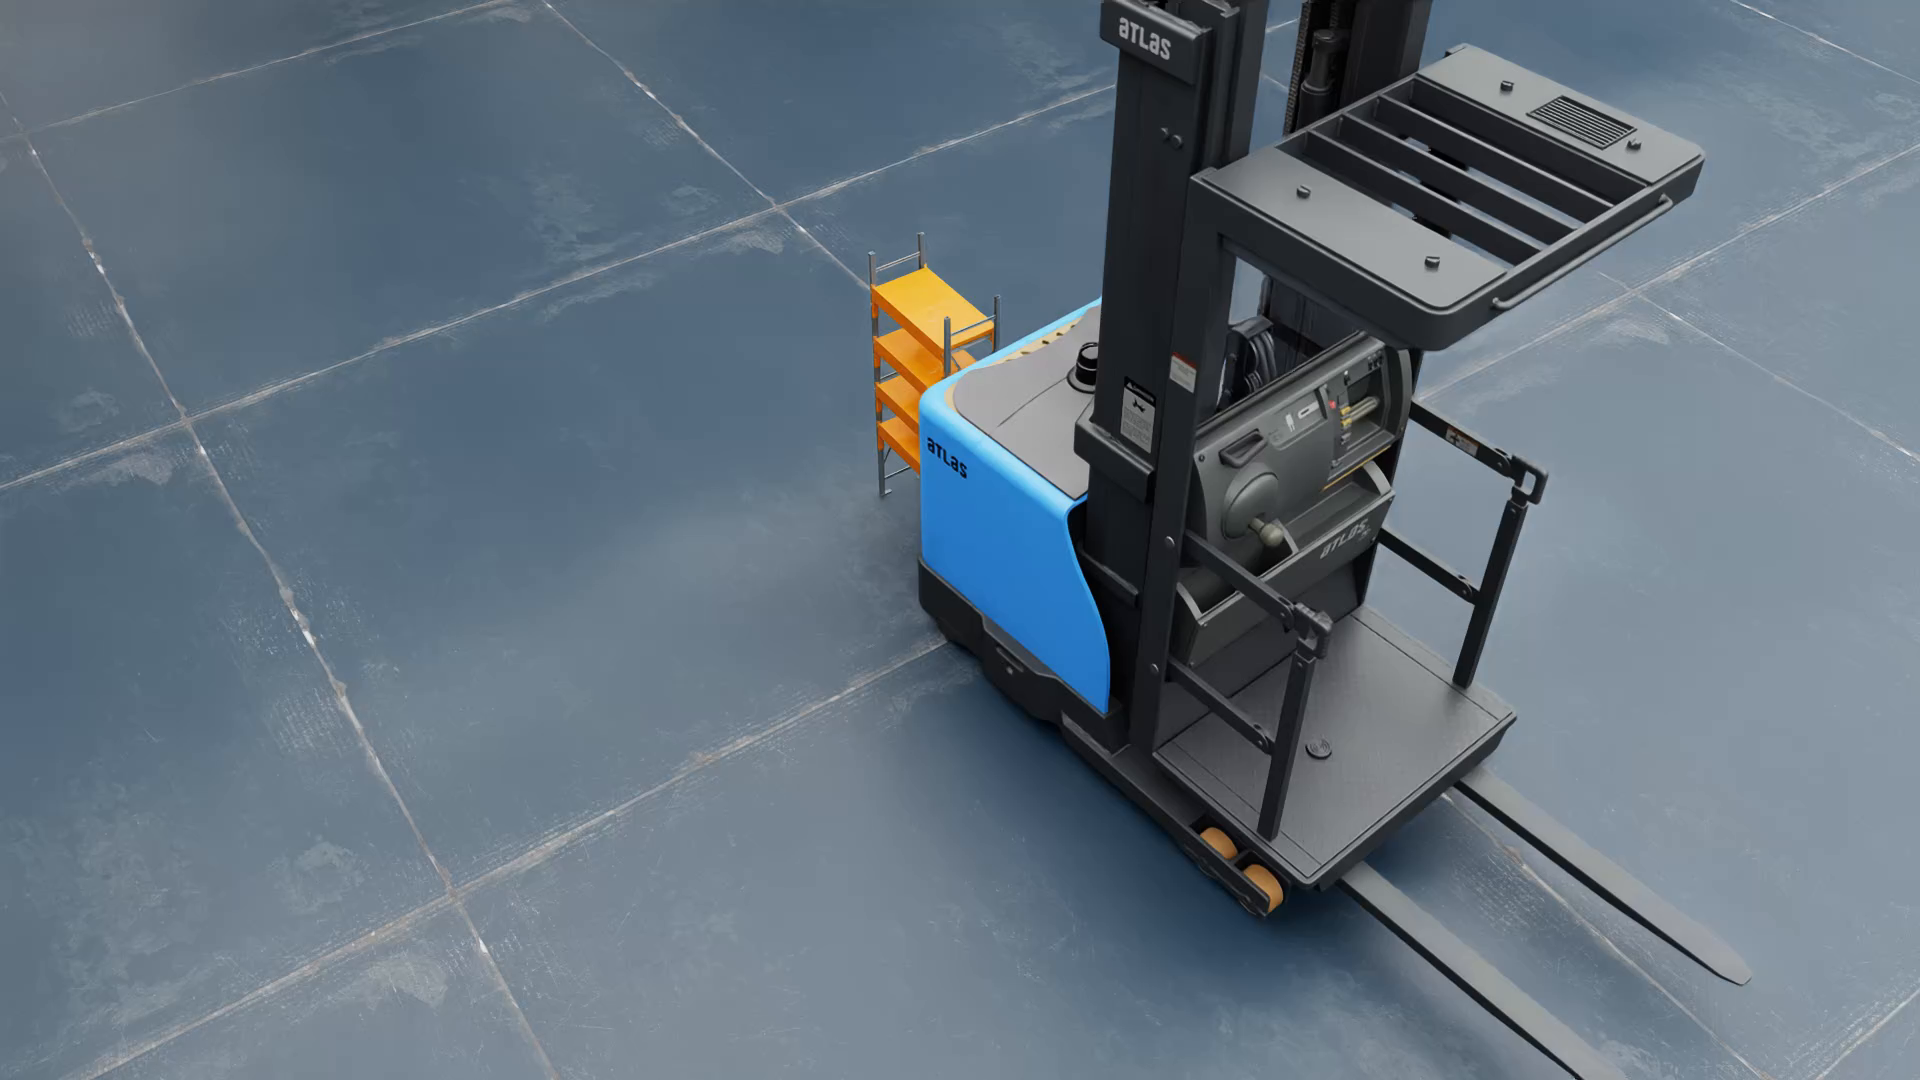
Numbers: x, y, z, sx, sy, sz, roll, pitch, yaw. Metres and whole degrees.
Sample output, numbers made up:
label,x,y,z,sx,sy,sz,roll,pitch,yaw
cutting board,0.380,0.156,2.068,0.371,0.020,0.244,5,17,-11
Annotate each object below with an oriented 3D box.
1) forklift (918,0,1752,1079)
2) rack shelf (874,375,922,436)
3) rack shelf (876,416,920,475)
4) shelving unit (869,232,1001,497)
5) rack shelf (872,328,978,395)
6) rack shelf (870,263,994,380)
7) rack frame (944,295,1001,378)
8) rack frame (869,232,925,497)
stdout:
label,x,y,z,sx,sy,sz,roll,pitch,yaw
forklift,1.175,-0.229,4.867,1.130,2.935,3.031,-30,51,-28
rack shelf,-0.095,-0.479,6.480,0.258,0.148,0.480,-26,49,-24
rack shelf,-0.095,-0.335,6.617,0.258,0.148,0.480,-26,49,-24
shelving unit,-0.095,-0.528,6.434,0.258,1.200,0.503,-26,49,-24
rack shelf,-0.095,-0.641,6.326,0.258,0.148,0.480,-26,49,-24
rack shelf,-0.095,-0.812,6.163,0.258,0.148,0.480,-26,49,-24
rack frame,0.045,-0.390,6.289,0.240,1.200,0.015,-26,49,-24
rack frame,-0.234,-0.666,6.579,0.240,1.200,0.015,-26,49,-24
